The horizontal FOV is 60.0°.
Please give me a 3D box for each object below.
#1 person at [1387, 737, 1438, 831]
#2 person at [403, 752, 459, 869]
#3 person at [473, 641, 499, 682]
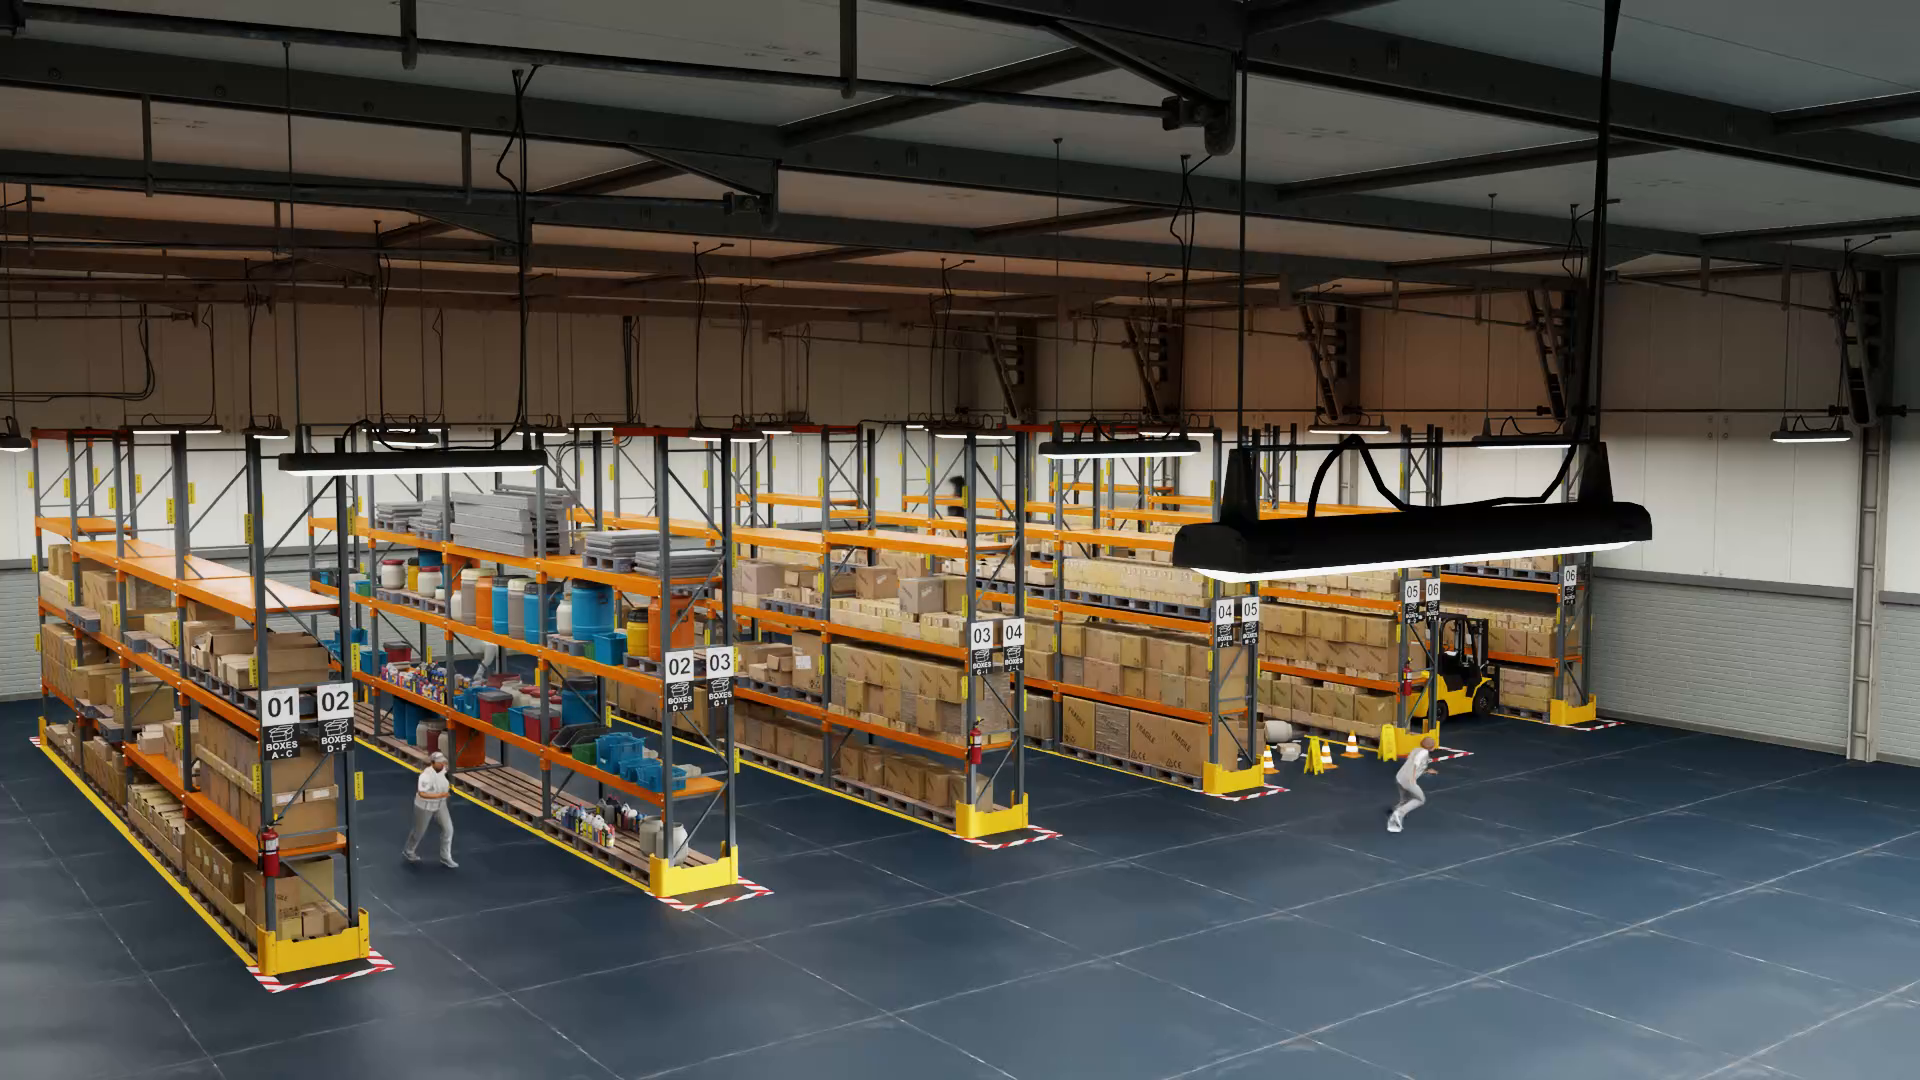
[{"bbox_3d":[6.797,3.664,24.877,0.807,1.428,0.566,-1,5,-9],"label":"person"},{"bbox_3d":[-7.340,3.716,23.020,0.946,1.642,0.601,3,5,33],"label":"person"},{"bbox_3d":[-10.784,2.449,38.354,0.875,1.841,0.630,-1,5,-16],"label":"person"}]
